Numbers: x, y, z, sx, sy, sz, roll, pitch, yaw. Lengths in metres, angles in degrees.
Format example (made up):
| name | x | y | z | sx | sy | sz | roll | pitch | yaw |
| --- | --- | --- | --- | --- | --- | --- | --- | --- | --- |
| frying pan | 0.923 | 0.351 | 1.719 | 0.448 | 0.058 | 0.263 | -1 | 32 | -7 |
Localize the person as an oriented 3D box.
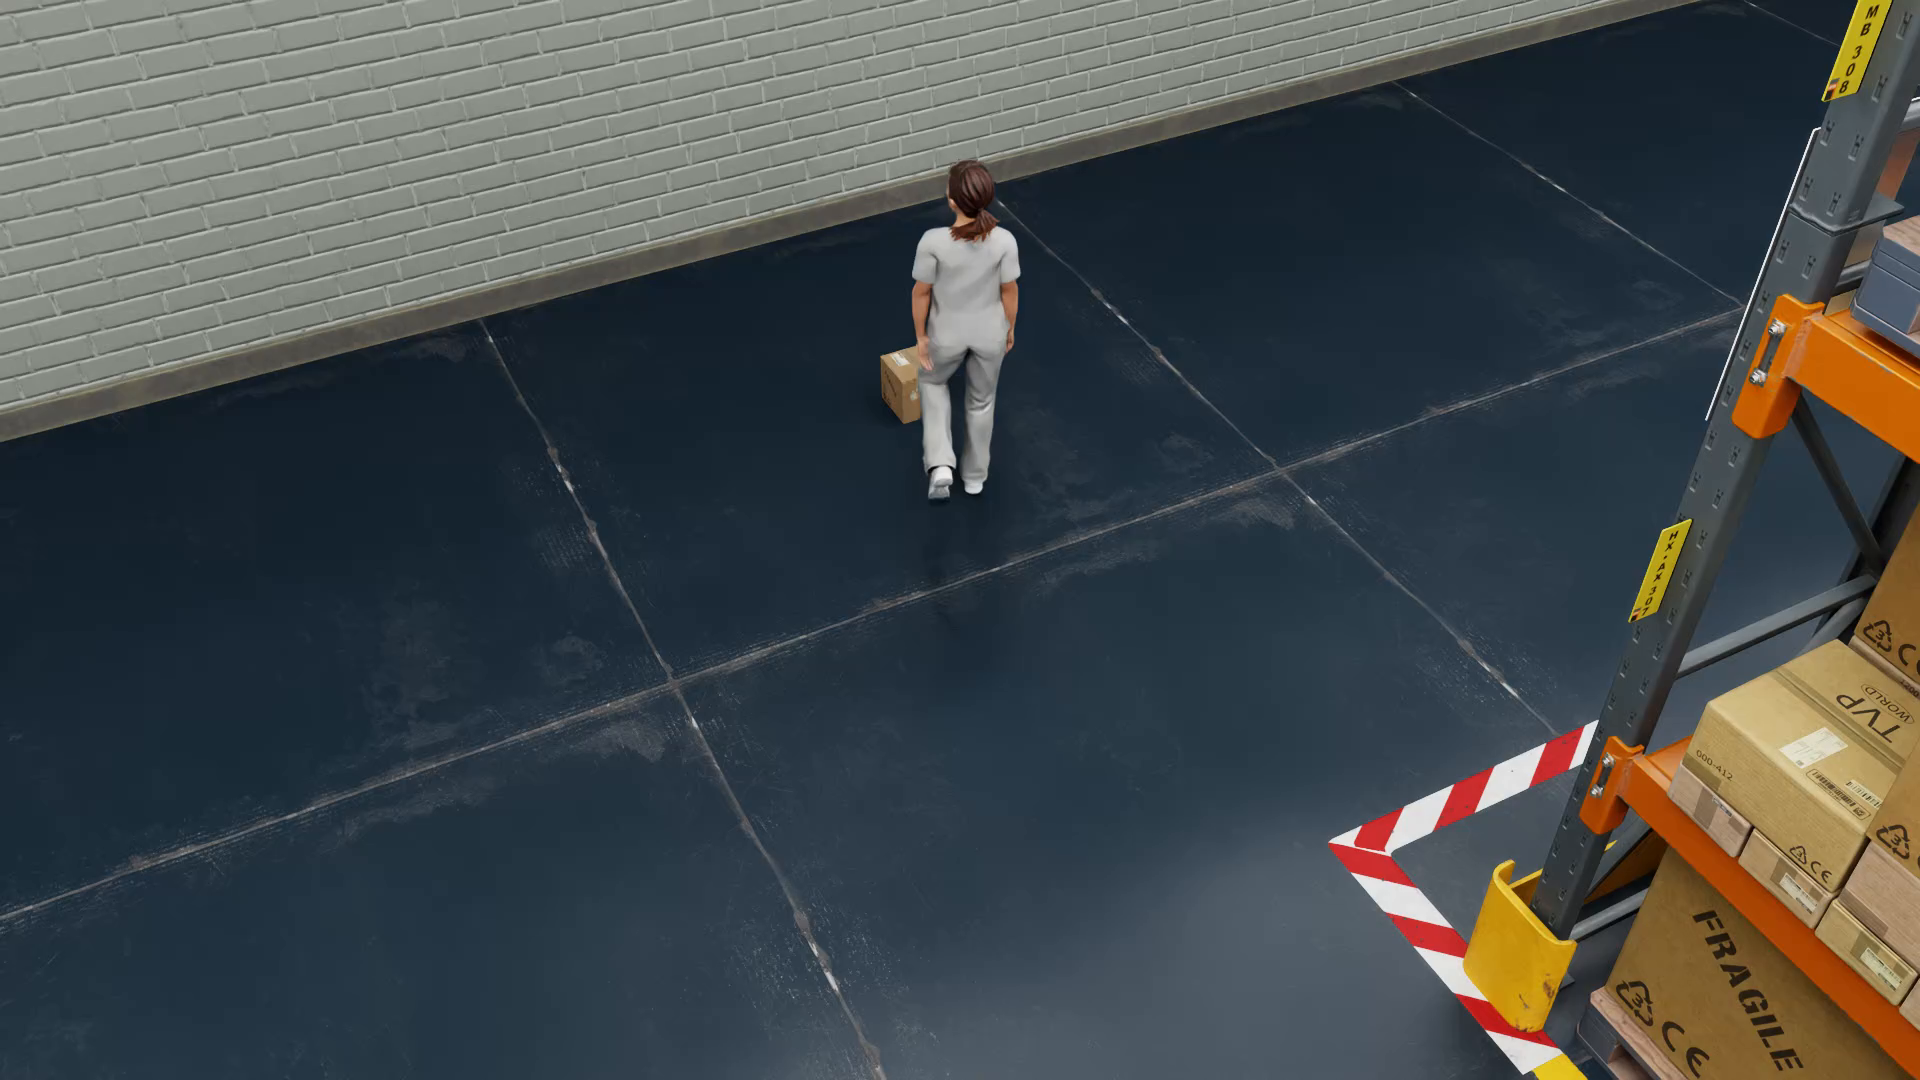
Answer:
| name | x | y | z | sx | sy | sz | roll | pitch | yaw |
| --- | --- | --- | --- | --- | --- | --- | --- | --- | --- |
| person | 0.025 | -0.856 | 7.111 | 0.456 | 1.662 | 0.527 | 0 | 41 | 0 |
